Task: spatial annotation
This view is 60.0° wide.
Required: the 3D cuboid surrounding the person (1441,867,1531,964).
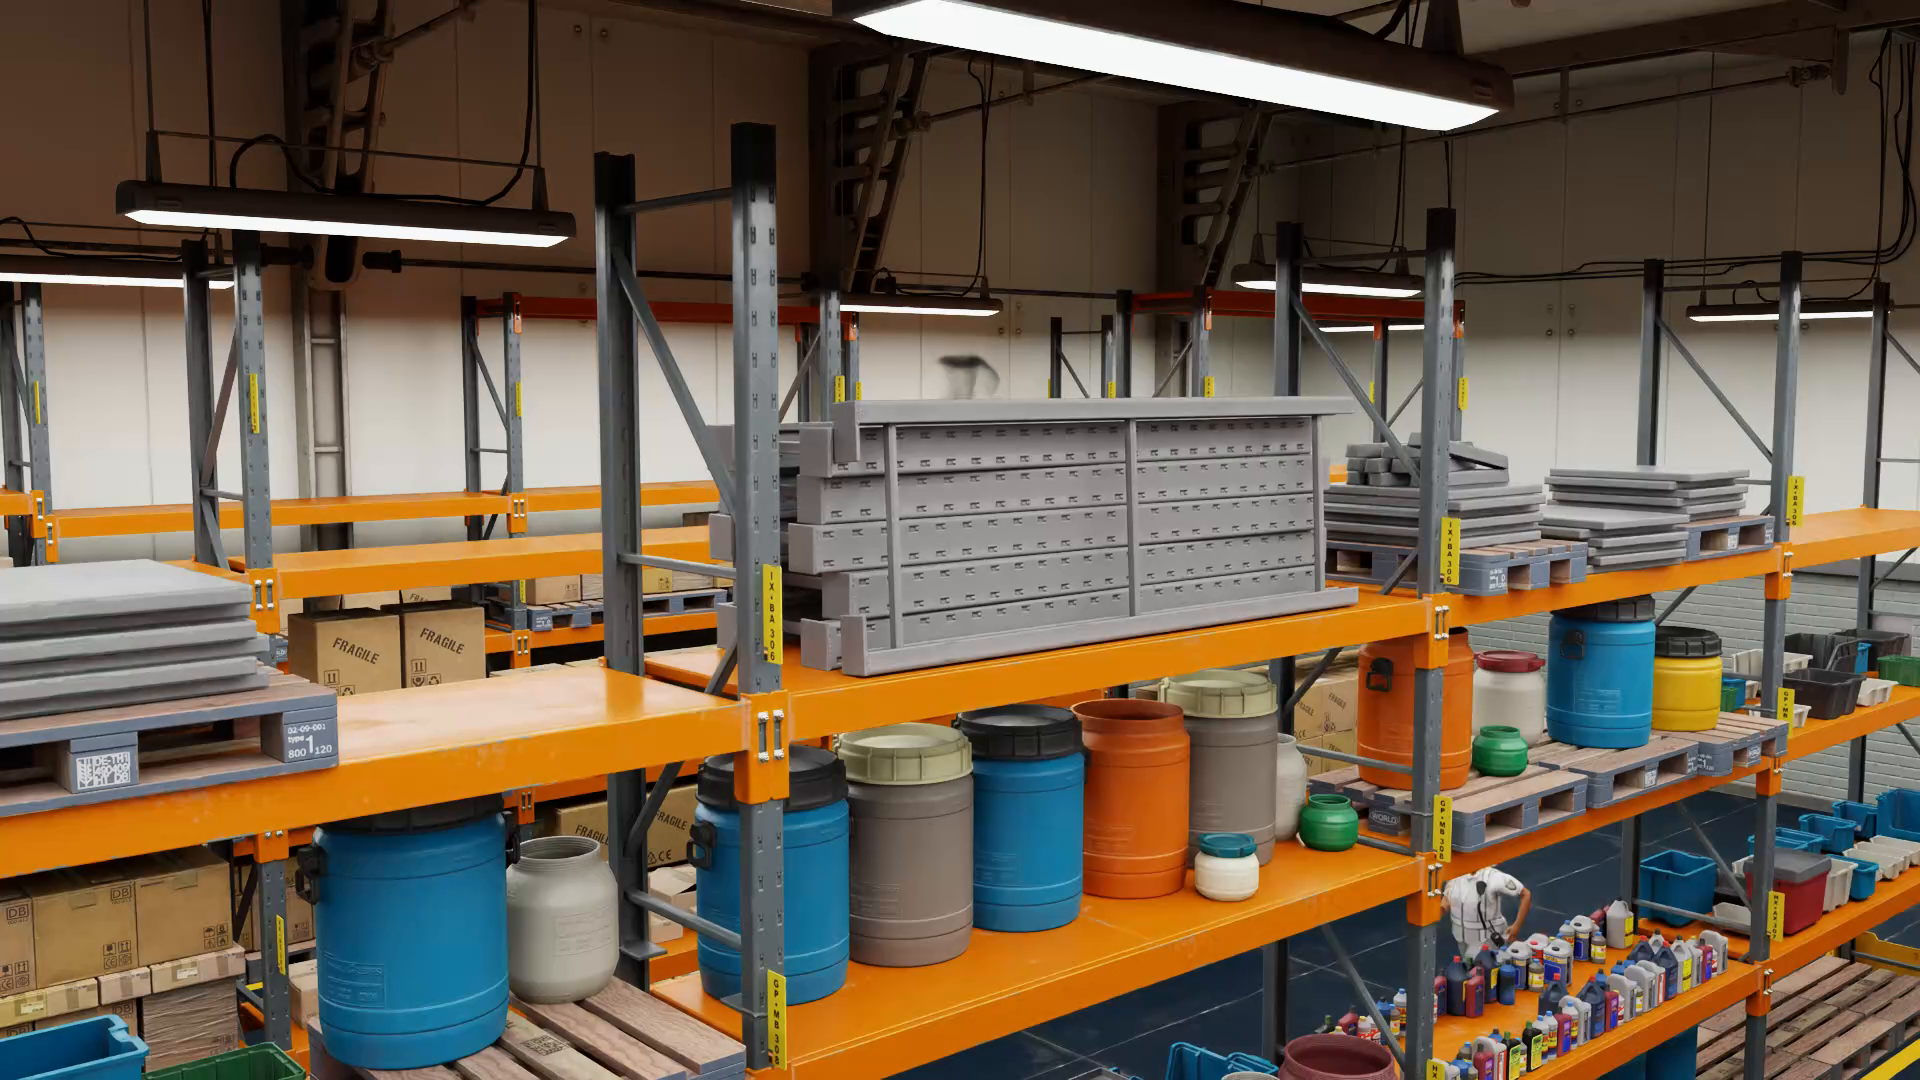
[{"bbox_3d":[4.039,3.127,12.900,0.852,1.684,0.613,-3,6,-29],"label":"person"}]
